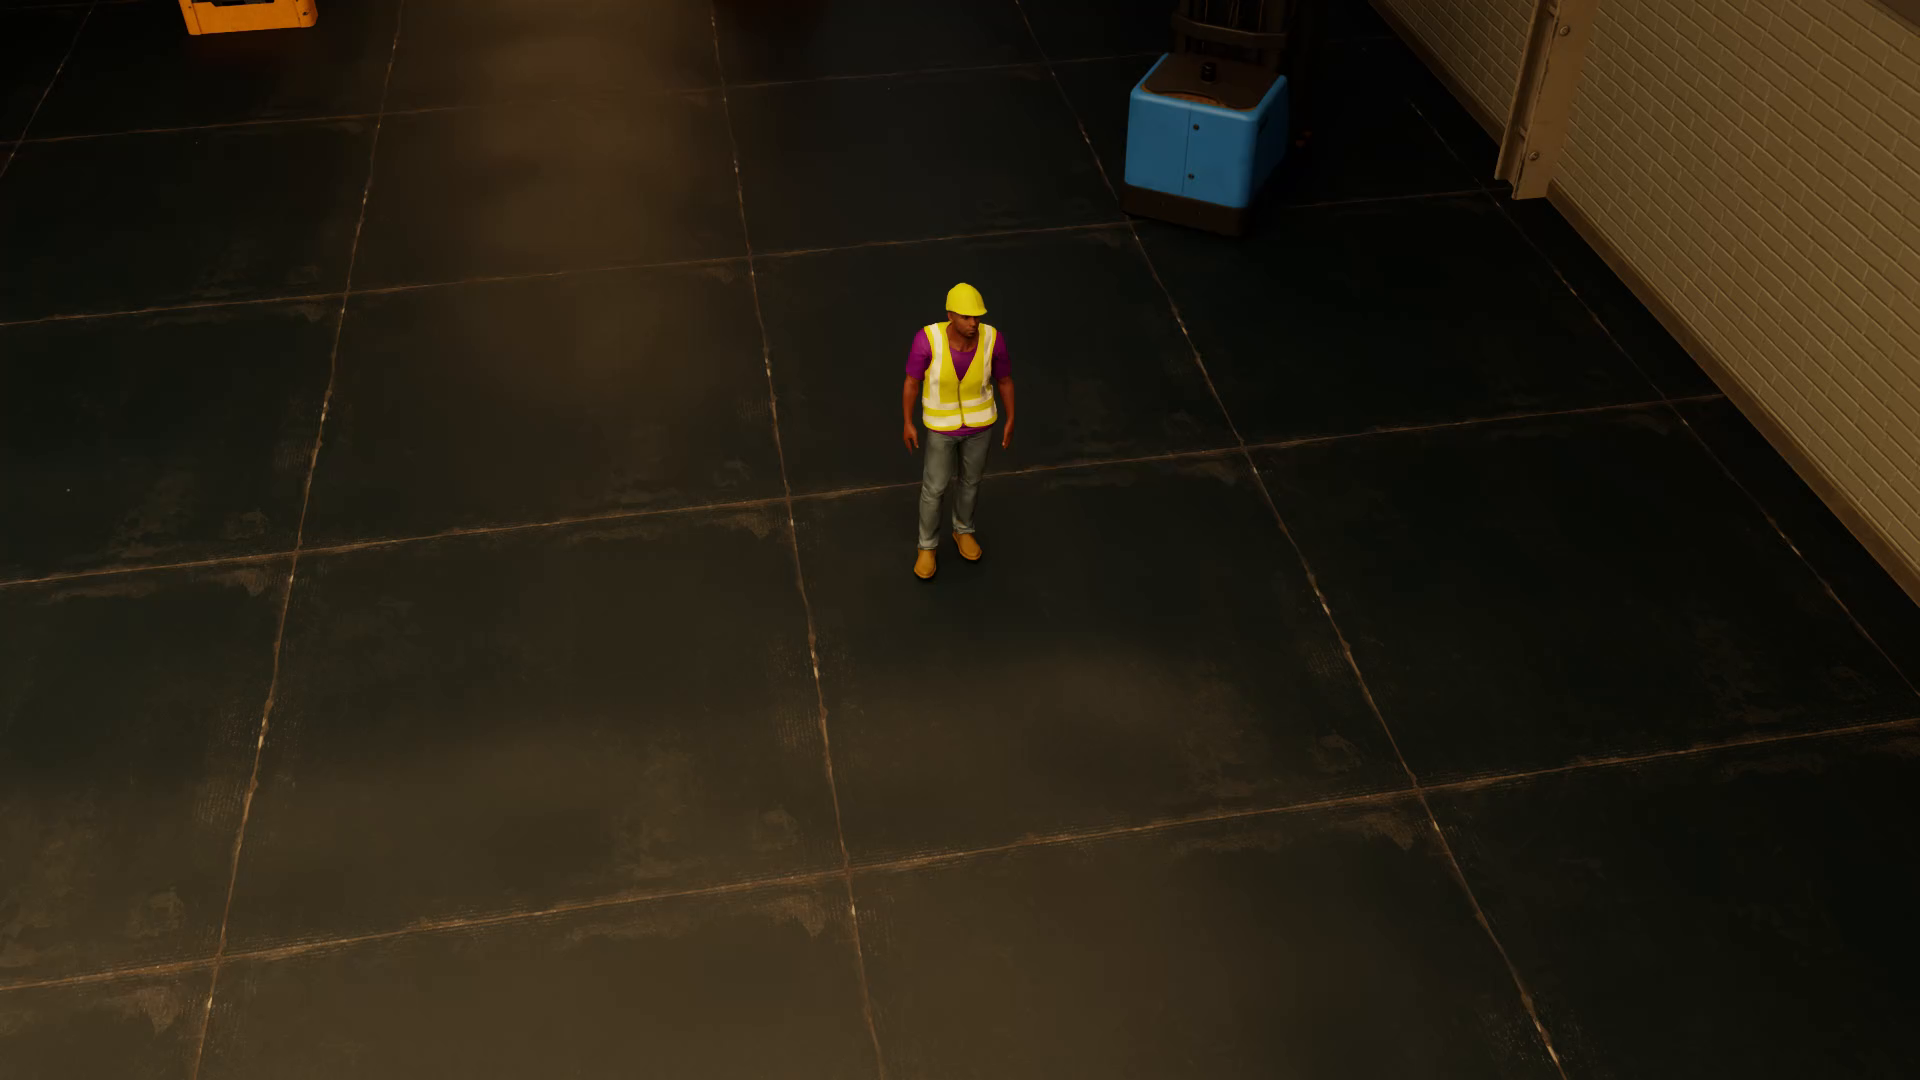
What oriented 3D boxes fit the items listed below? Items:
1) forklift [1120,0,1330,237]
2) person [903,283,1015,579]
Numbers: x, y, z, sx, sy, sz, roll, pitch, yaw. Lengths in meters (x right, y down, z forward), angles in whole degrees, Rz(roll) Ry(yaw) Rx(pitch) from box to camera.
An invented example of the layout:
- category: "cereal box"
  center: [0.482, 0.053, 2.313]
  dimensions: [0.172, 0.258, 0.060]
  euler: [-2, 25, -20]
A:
- category: "forklift"
  center: [2.360, -4.418, 13.154]
  dimensions: [1.130, 2.935, 3.031]
  euler: [17, 43, 19]
- category: "person"
  center: [0.007, -0.633, 9.590]
  dimensions: [0.665, 1.768, 0.575]
  euler: [-7, 41, -8]
